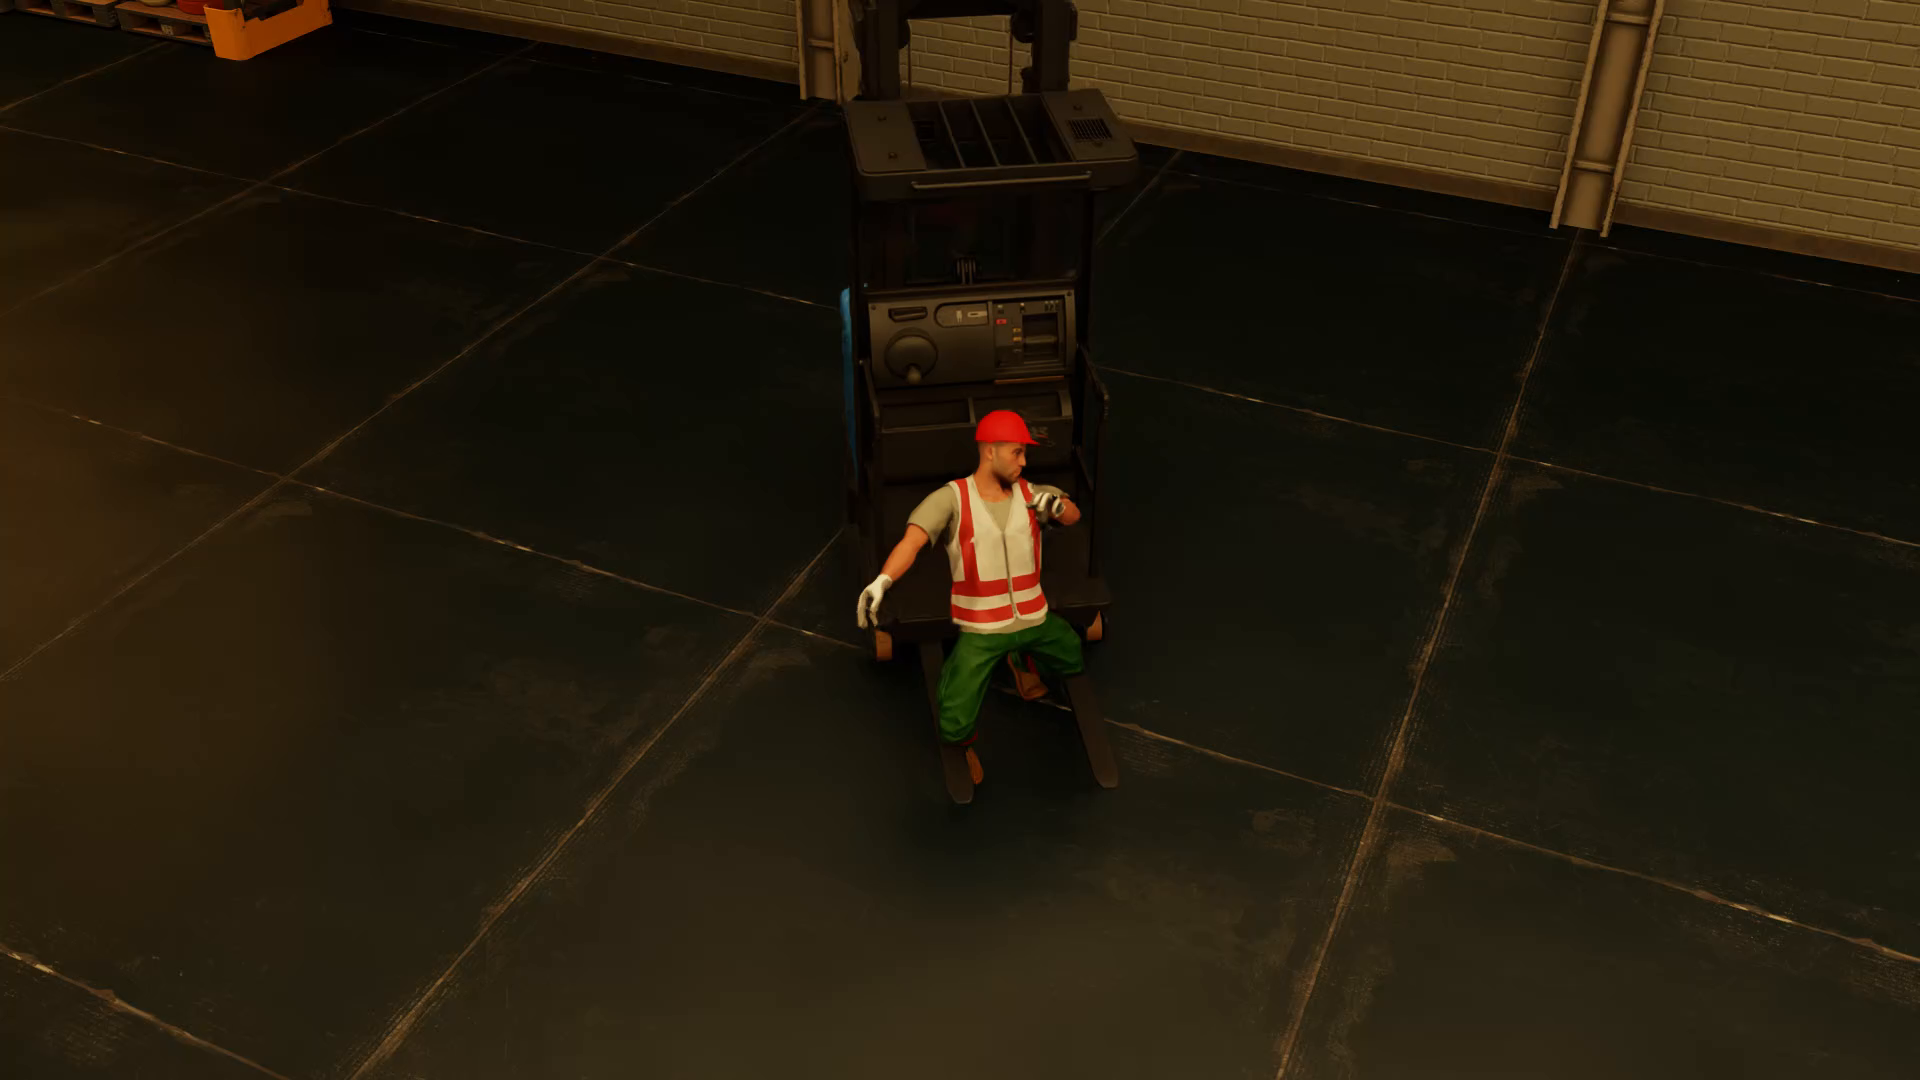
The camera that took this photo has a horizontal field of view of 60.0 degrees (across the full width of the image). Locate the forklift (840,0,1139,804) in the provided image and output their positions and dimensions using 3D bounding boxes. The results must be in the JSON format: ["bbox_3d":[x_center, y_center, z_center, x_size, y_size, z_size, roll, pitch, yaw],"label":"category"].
[{"bbox_3d":[0.092,-0.843,7.268,1.130,2.935,3.031,-5,36,-7],"label":"forklift"}]

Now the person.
[{"bbox_3d":[0.024,0.338,6.759,1.073,1.504,0.731,-19,40,-24],"label":"person"}]
